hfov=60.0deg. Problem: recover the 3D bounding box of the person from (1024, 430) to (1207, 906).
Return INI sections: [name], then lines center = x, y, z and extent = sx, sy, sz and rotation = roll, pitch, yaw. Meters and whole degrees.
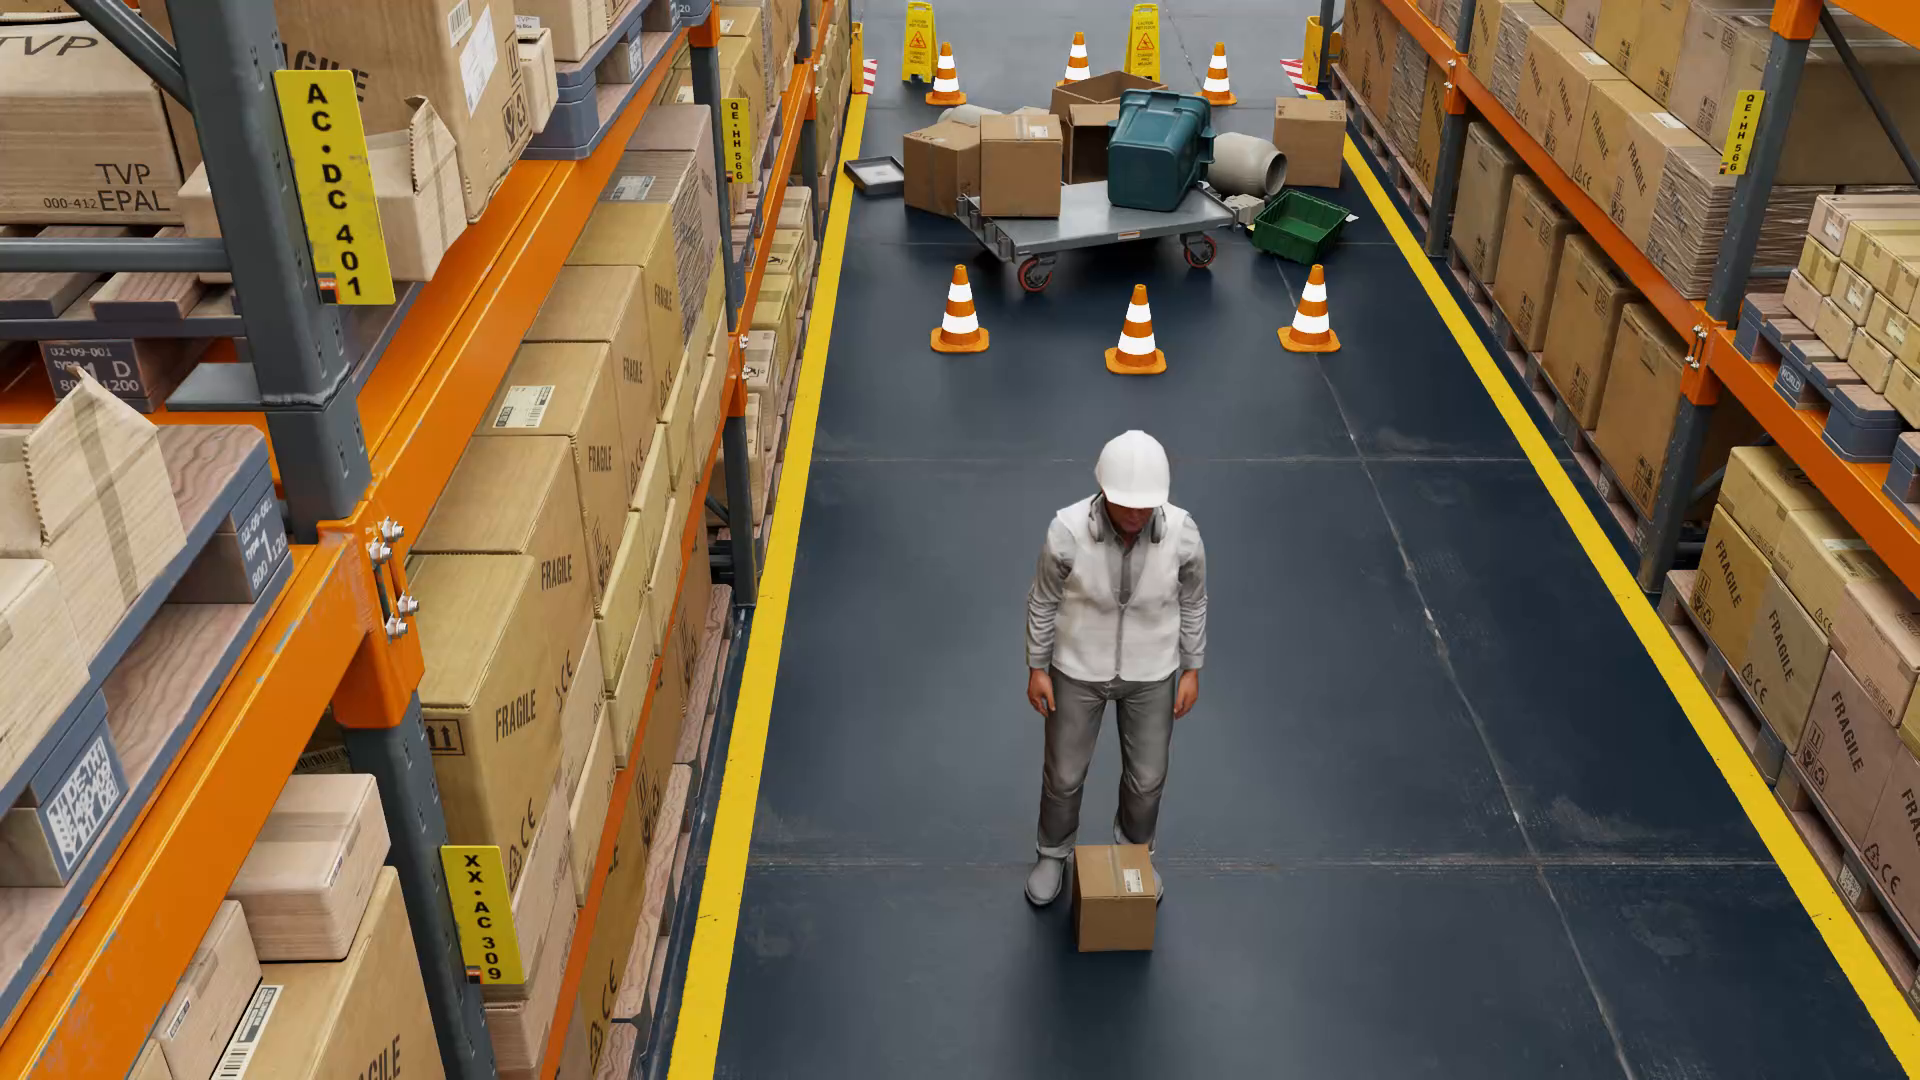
[person]
center = 0.502, 0.420, 5.421
extent = 0.580, 1.769, 0.460
rotation = 0, 31, 0
